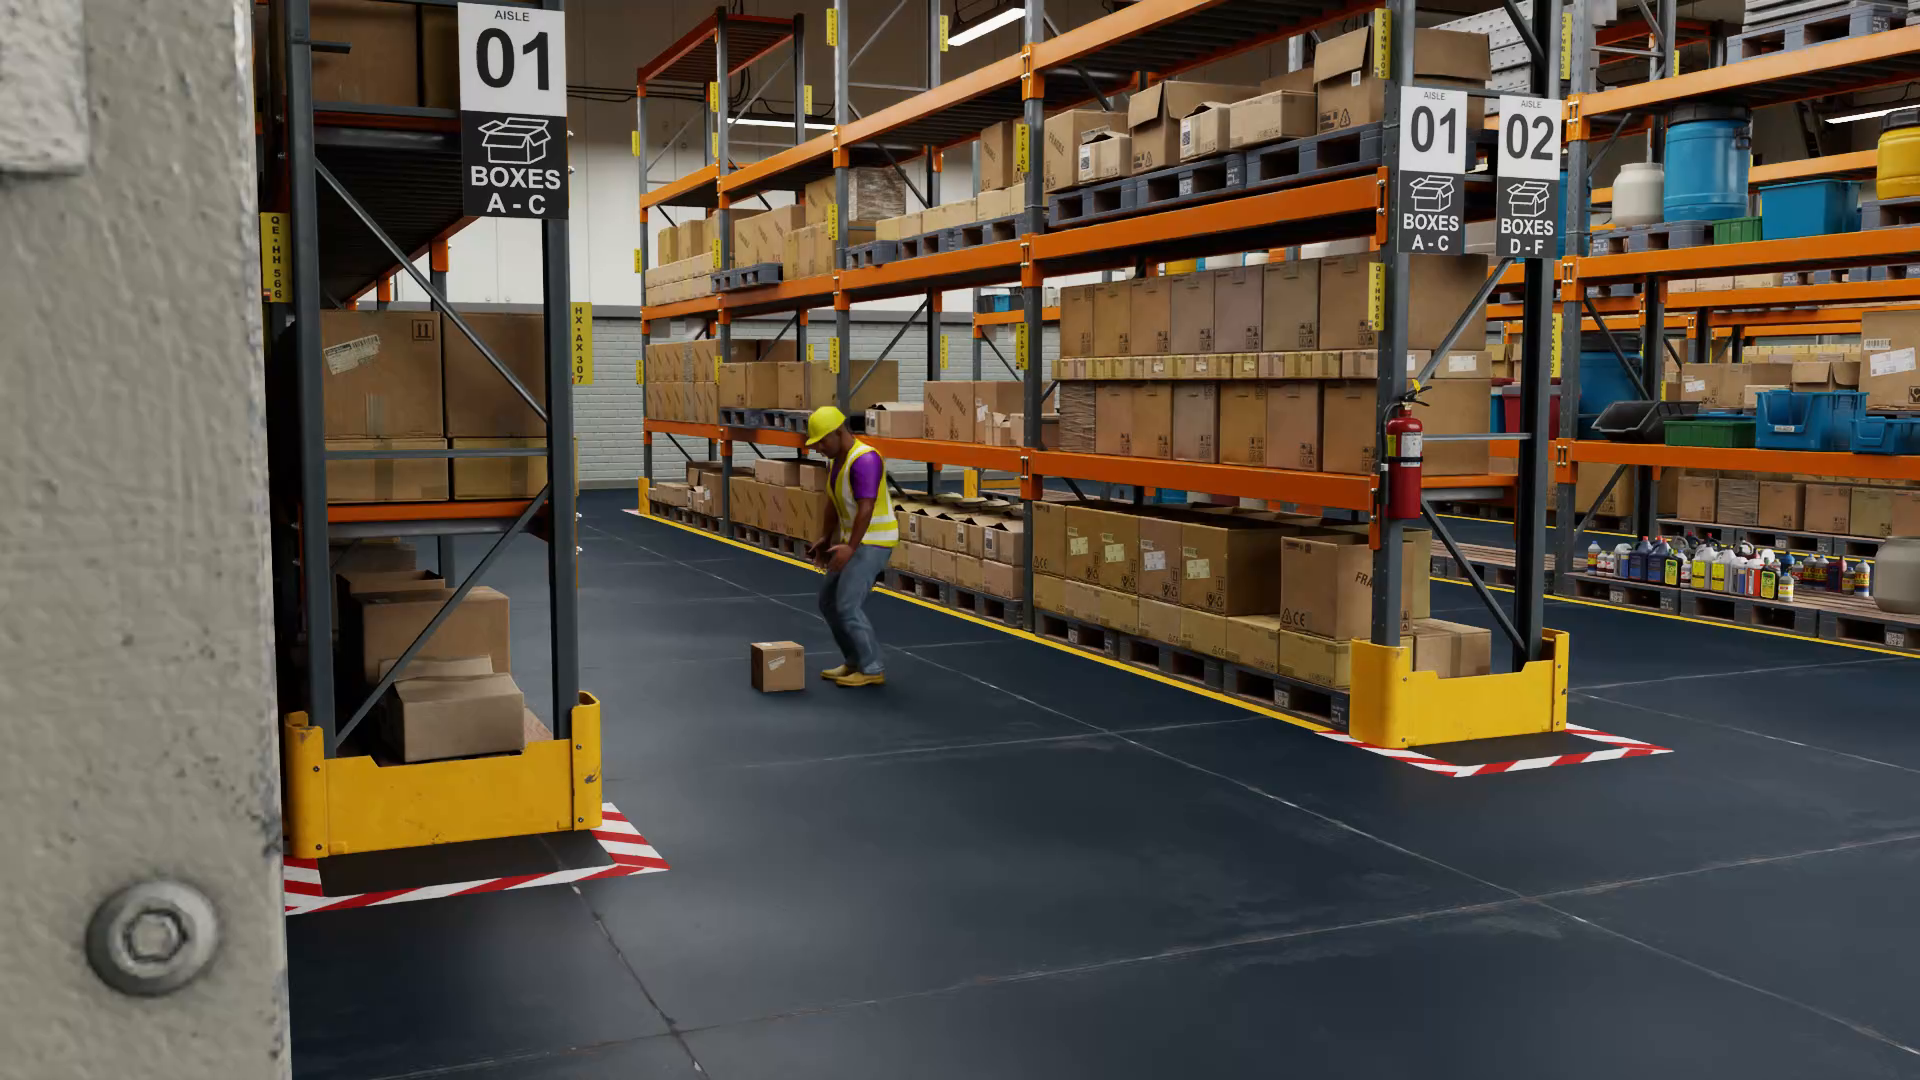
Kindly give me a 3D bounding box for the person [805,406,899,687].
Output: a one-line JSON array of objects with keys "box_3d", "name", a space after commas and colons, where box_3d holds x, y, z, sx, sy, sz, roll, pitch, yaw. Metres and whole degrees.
[{"box_3d": [-0.645, 0.032, 9.851, 0.554, 1.651, 0.610, -2, 6, -22], "name": "person"}]
